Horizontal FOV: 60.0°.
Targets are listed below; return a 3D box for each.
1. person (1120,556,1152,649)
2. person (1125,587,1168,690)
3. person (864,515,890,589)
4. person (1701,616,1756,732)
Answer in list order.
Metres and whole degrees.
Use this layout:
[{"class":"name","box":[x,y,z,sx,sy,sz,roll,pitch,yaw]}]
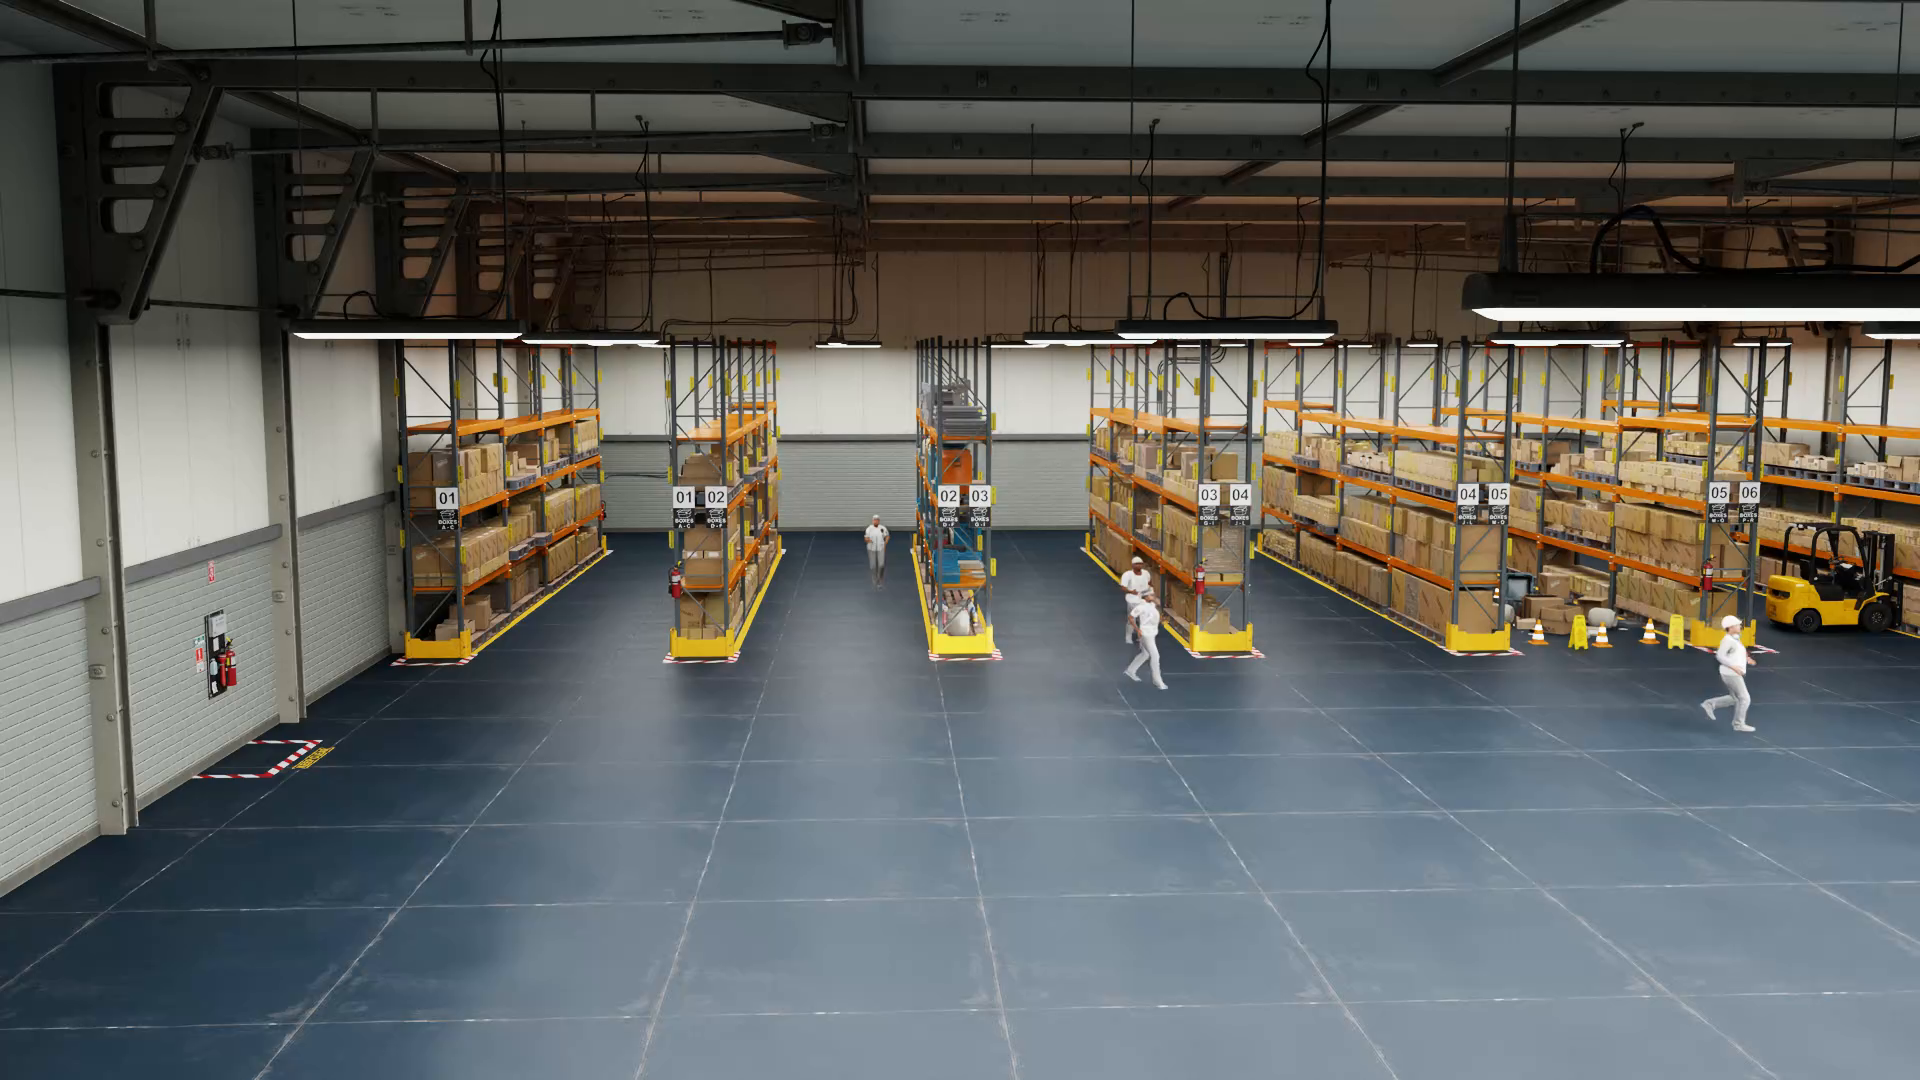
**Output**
[{"class":"person","box":[3.432,1.226,32.112,0.721,1.835,0.737,-2,7,-13]},{"class":"person","box":[3.195,1.651,28.387,0.863,1.729,0.562,4,8,30]},{"class":"person","box":[-1.916,0.284,38.409,0.589,1.720,0.588,0,7,-4]},{"class":"person","box":[11.649,2.011,25.156,0.779,1.736,0.667,4,8,32]}]
